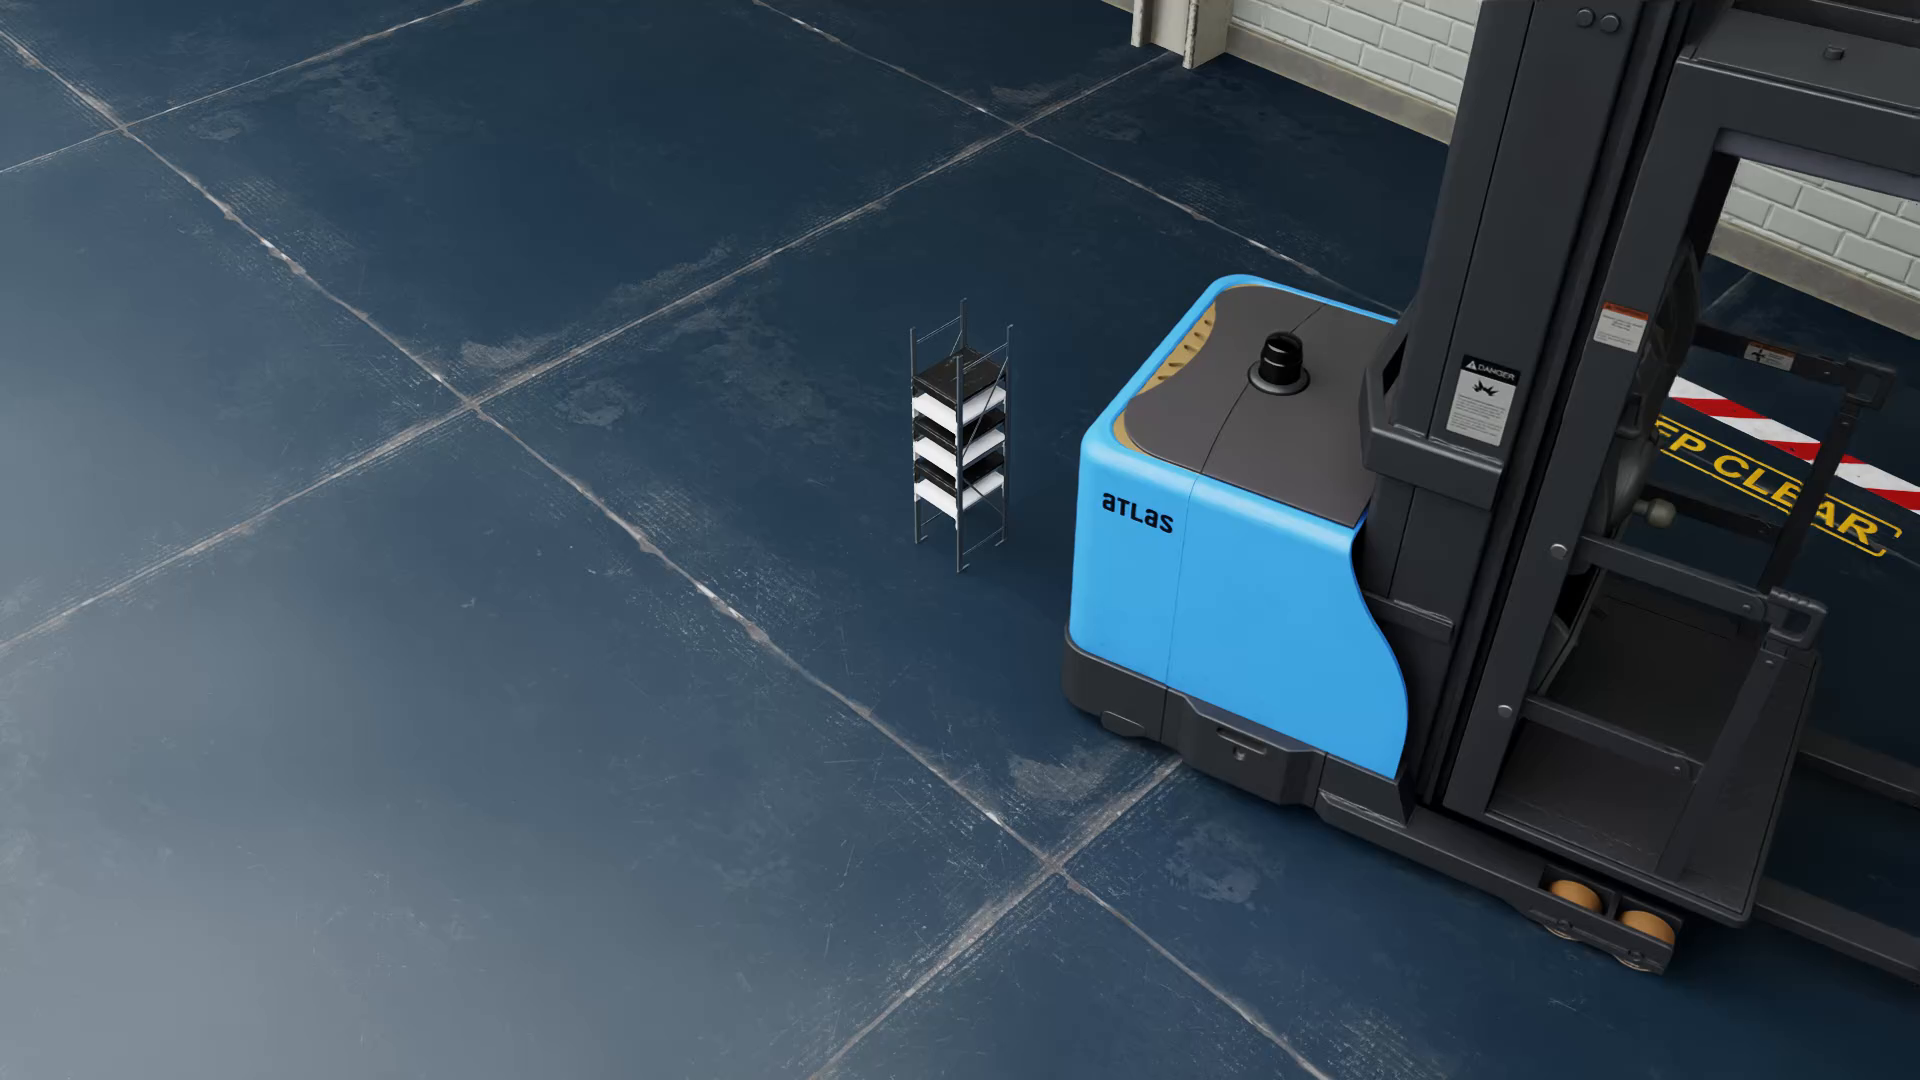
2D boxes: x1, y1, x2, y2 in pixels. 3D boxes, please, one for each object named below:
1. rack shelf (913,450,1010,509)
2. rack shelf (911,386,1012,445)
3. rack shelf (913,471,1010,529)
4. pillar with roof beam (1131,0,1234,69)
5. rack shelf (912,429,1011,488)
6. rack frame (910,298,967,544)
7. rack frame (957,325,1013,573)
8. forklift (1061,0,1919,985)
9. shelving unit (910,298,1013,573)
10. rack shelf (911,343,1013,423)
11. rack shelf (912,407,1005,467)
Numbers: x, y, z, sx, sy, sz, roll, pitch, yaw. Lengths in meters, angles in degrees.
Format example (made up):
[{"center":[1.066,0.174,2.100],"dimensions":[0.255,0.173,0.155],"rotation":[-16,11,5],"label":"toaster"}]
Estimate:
[{"center":[0.006,-0.236,5.524],"dimensions":[0.258,0.077,0.200],"rotation":[-34,53,-31],"label":"rack shelf"},{"center":[0.006,-0.434,5.341],"dimensions":[0.258,0.077,0.200],"rotation":[-34,53,-31],"label":"rack shelf"},{"center":[0.006,-0.170,5.585],"dimensions":[0.258,0.077,0.200],"rotation":[-34,53,-31],"label":"rack shelf"},{"center":[-1.929,-3.755,3.183],"dimensions":[9.100,9.000,0.400],"rotation":[-34,53,-31],"label":"pillar with roof beam"},{"center":[0.006,-0.302,5.463],"dimensions":[0.258,0.077,0.200],"rotation":[-34,53,-31],"label":"rack shelf"},{"center":[-0.066,-0.375,5.493],"dimensions":[0.240,0.900,0.006],"rotation":[-34,53,-31],"label":"rack frame"},{"center":[0.078,-0.278,5.388],"dimensions":[0.240,0.900,0.006],"rotation":[-34,53,-31],"label":"rack frame"},{"center":[1.845,-0.331,3.948],"dimensions":[3.031,2.935,1.130],"rotation":[22,47,22],"label":"forklift"},{"center":[0.006,-0.327,5.440],"dimensions":[0.258,0.900,0.210],"rotation":[-34,53,-31],"label":"shelving unit"},{"center":[0.006,-0.500,5.280],"dimensions":[0.258,0.077,0.200],"rotation":[-34,53,-31],"label":"rack shelf"},{"center":[0.006,-0.368,5.402],"dimensions":[0.258,0.077,0.200],"rotation":[-34,53,-31],"label":"rack shelf"}]
